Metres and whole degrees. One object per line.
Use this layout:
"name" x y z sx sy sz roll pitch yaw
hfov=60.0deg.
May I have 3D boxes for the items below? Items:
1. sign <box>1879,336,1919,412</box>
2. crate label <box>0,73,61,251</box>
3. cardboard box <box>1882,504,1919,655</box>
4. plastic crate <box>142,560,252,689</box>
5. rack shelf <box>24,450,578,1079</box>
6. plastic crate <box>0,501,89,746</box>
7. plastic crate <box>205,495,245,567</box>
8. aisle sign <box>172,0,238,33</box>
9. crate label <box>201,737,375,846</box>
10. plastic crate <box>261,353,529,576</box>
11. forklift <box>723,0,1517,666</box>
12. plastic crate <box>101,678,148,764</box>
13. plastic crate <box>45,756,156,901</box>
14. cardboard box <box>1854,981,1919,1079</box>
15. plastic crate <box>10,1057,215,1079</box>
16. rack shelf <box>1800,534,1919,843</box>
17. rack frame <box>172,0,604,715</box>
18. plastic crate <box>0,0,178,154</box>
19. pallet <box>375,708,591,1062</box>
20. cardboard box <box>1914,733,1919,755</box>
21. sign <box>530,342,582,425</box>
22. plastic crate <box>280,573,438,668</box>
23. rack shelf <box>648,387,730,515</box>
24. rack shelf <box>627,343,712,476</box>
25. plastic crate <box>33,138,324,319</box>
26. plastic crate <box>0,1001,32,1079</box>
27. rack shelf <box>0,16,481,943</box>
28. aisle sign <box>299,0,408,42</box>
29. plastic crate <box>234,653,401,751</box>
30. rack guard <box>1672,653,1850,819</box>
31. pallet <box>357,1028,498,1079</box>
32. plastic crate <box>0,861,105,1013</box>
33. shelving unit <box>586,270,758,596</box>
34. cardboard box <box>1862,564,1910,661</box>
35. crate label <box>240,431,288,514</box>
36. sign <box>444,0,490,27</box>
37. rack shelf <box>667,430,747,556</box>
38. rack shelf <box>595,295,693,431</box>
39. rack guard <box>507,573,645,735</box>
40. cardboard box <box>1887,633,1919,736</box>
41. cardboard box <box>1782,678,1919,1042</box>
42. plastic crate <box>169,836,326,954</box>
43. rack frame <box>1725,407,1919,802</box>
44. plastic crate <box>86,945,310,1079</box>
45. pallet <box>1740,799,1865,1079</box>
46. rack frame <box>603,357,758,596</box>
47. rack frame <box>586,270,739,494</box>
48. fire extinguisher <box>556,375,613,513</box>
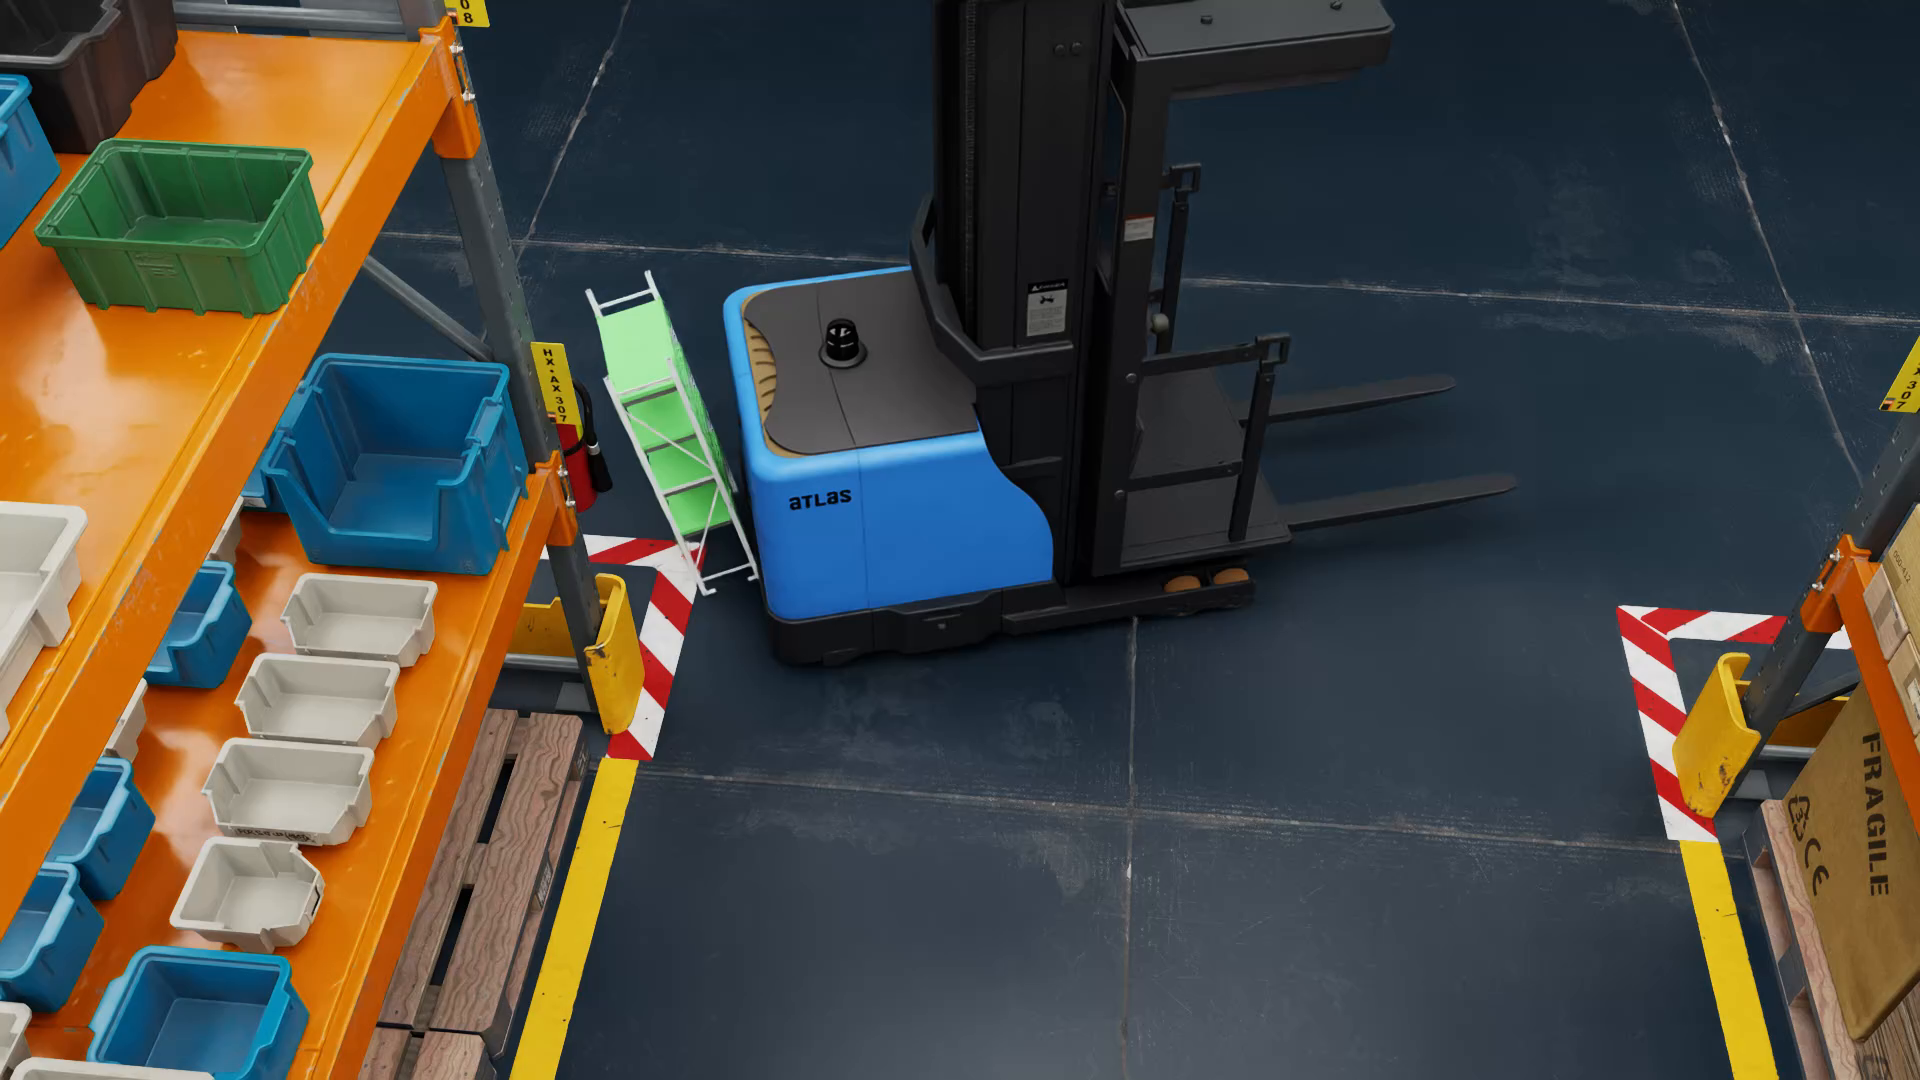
"sign" 2.608 -0.469 4.506 0.100 0.325 0.005 4 48 4
"crate label" -2.178 -0.747 3.469 0.408 0.251 0.502 4 48 4
"cardboard box" 2.848 0.176 4.456 0.500 0.250 0.500 3 48 2
"plastic crate" -2.182 0.238 4.573 0.416 0.233 0.300 4 48 4
"rack shelf" -1.954 1.271 4.042 1.077 0.370 4.000 4 48 4
"plastic crate" -1.713 0.170 2.707 0.437 0.136 0.530 4 48 4
"plastic crate" -2.234 0.017 4.840 0.250 0.136 0.298 4 48 4
"aisle sign" -2.061 -1.392 4.228 0.394 0.787 0.004 4 48 4
"crate label" -1.708 0.657 4.254 0.396 0.136 0.243 4 48 4
"plastic crate" -1.616 -0.215 4.849 0.616 0.435 0.499 4 48 4
"forklift" 0.681 -1.068 5.741 3.031 2.935 1.130 -9 48 -8
"plastic crate" -2.296 0.515 4.384 0.250 0.136 0.298 4 48 4
"plastic crate" -2.242 0.722 4.130 0.416 0.233 0.300 4 48 4
"cardboard box" 3.099 1.611 4.399 0.875 0.875 0.875 4 48 4
"plastic crate" -1.814 1.408 3.469 0.437 0.282 0.530 4 48 4
"rack shelf" 2.978 1.604 3.738 1.077 0.370 4.000 4 48 4
"rack frame" -1.772 -0.441 5.121 1.000 3.000 0.127 4 48 4
"plastic crate" -2.085 -1.146 3.821 0.497 0.269 0.590 4 48 4
"pallet" -1.886 1.103 5.598 1.003 0.211 1.213 4 48 4
"cardboard box" 2.754 0.592 4.346 0.380 0.149 0.250 3 48 3
"sign" -1.223 -0.471 5.038 0.100 0.325 0.005 4 48 4
"plastic crate" -1.666 0.239 4.637 0.396 0.136 0.243 4 48 4
"rack shelf" -1.052 -0.334 6.306 0.258 0.148 0.480 -18 49 -3
"rack shelf" -1.091 -0.485 6.124 0.258 0.148 0.480 -18 49 -3
"plastic crate" -1.578 -0.638 3.412 0.450 0.188 0.336 4 48 4
"plastic crate" -2.277 1.267 3.697 0.293 0.136 0.466 4 48 4
"rack shelf" -1.954 0.259 2.935 1.077 0.370 4.000 4 48 4
"aisle sign" -1.474 -1.352 4.192 0.394 0.787 0.004 4 48 4
"plastic crate" -1.707 0.451 4.443 0.396 0.136 0.243 4 48 4
"rack guard" 3.163 0.718 5.755 1.175 0.500 0.348 4 48 4
"pallet" -2.000 1.997 4.780 1.003 0.211 1.213 4 48 4
"plastic crate" -2.270 0.942 3.928 0.416 0.233 0.300 4 48 4
"shelving unit" -1.062 -0.374 6.257 0.258 1.200 0.503 -18 49 -3
"cardboard box" 2.799 0.215 4.691 0.380 0.149 0.250 4 48 4
"crate label" -2.122 -0.246 5.015 0.416 0.233 0.303 4 48 4
"sign" -1.223 -1.393 4.030 0.100 0.325 0.005 4 48 4
"rack shelf" -1.013 -0.182 6.487 0.258 0.148 0.480 -18 49 -3
"rack shelf" -1.131 -0.637 5.942 0.258 0.148 0.480 -18 49 -3
"rack guard" -1.783 0.384 6.060 1.175 0.500 0.348 4 48 4
"cardboard box" 2.777 0.404 4.518 0.380 0.149 0.250 3 48 3
"cardboard box" 3.182 0.943 5.010 0.875 0.875 0.875 4 48 4
"plastic crate" -1.716 0.876 4.054 0.298 0.136 0.250 4 48 4
"rack frame" 3.160 -0.108 4.816 1.000 3.000 0.127 4 48 4
"plastic crate" -1.704 1.121 3.765 0.416 0.233 0.300 4 48 4
"pallet" 3.165 1.426 5.303 1.003 0.211 1.213 4 48 4
"rack frame" -0.996 -0.201 6.099 0.240 1.200 0.015 -18 49 -3
"rack frame" -1.129 -0.547 6.416 0.240 1.200 0.015 -18 49 -3
"fire extinguisher" -1.306 -0.370 5.361 0.296 0.674 0.183 4 48 4
